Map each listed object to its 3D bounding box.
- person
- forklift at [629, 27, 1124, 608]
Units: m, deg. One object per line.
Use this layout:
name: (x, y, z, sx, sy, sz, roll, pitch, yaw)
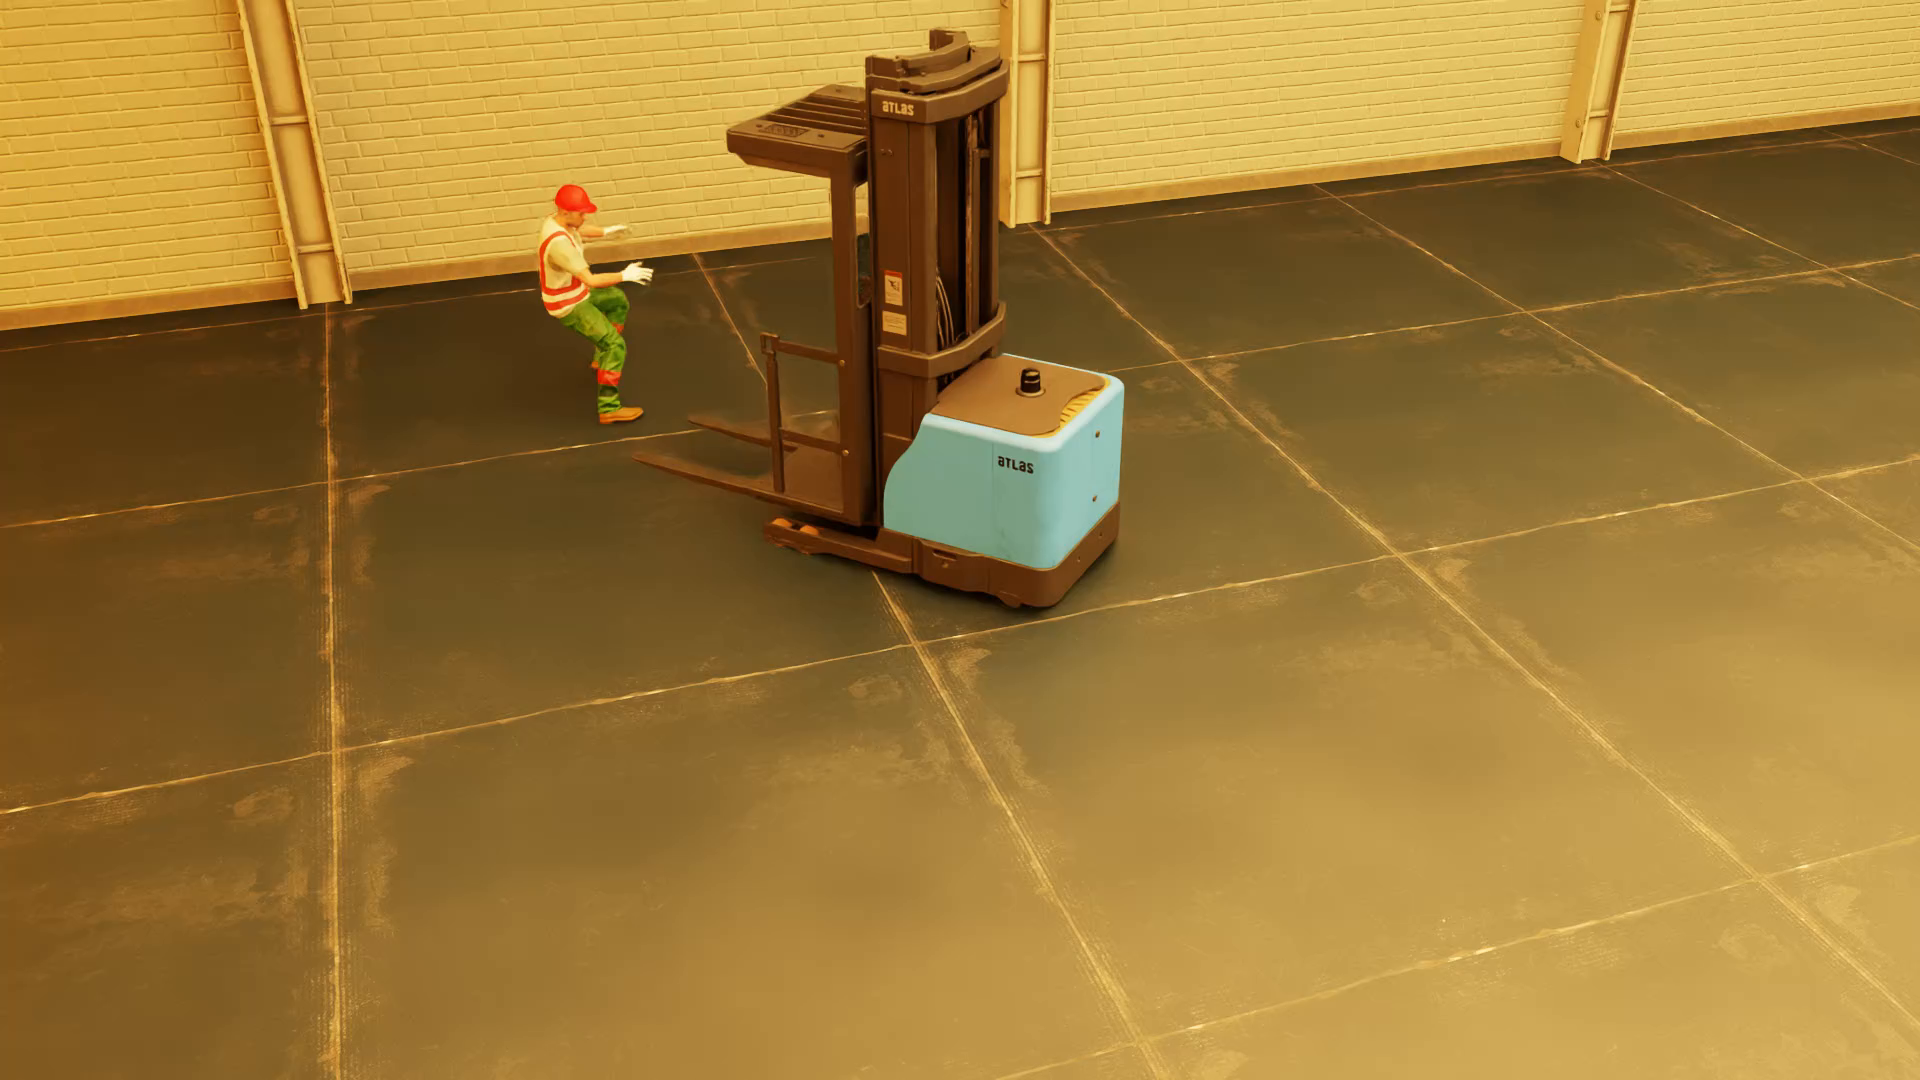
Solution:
person: (-2.476, -1.715, 11.445, 0.774, 1.564, 1.009, -4, 30, -7)
forklift: (-0.597, -1.400, 9.521, 3.031, 2.935, 1.130, 15, 33, 24)
